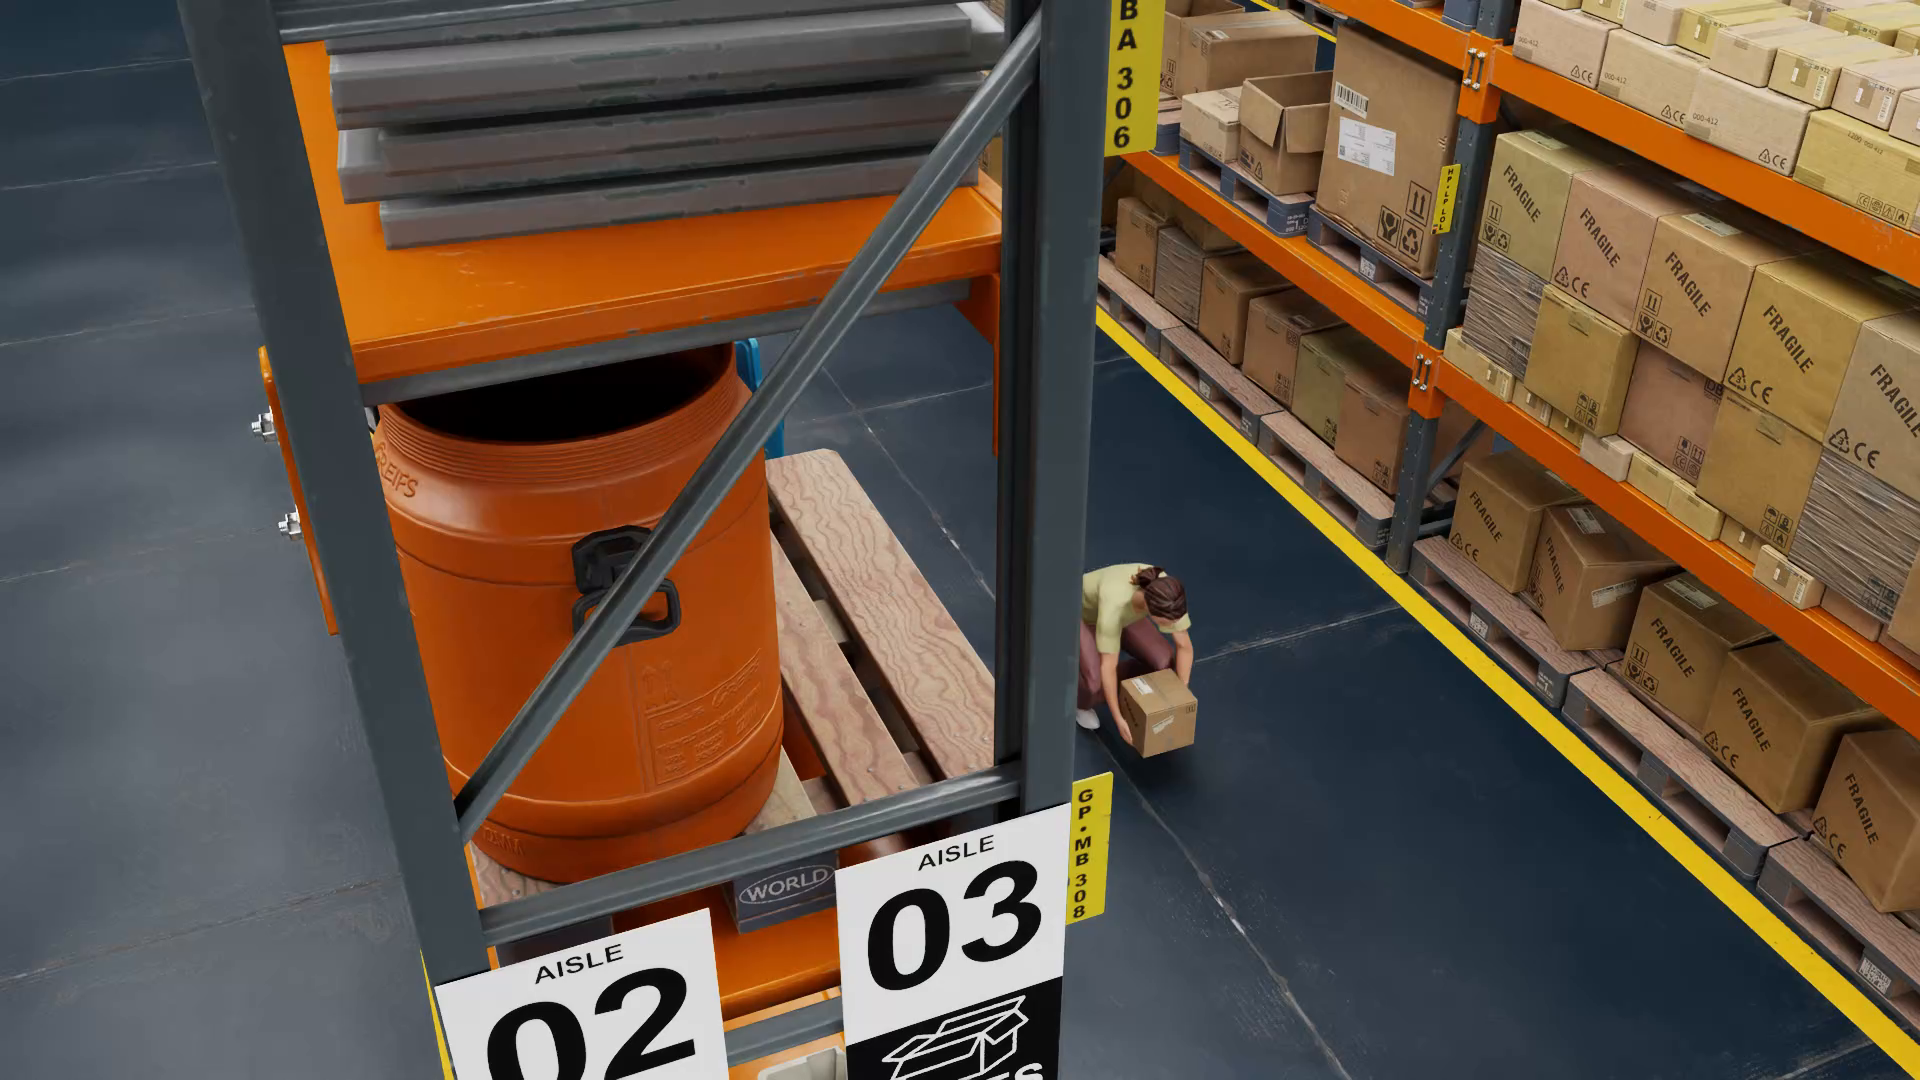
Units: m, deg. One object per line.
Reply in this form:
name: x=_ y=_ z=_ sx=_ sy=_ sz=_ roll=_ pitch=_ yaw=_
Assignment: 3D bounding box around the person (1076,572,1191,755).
person: x=0.747 y=0.473 z=7.495 sx=0.487 sy=0.928 sz=0.807 roll=-13 pitch=36 yaw=-19
